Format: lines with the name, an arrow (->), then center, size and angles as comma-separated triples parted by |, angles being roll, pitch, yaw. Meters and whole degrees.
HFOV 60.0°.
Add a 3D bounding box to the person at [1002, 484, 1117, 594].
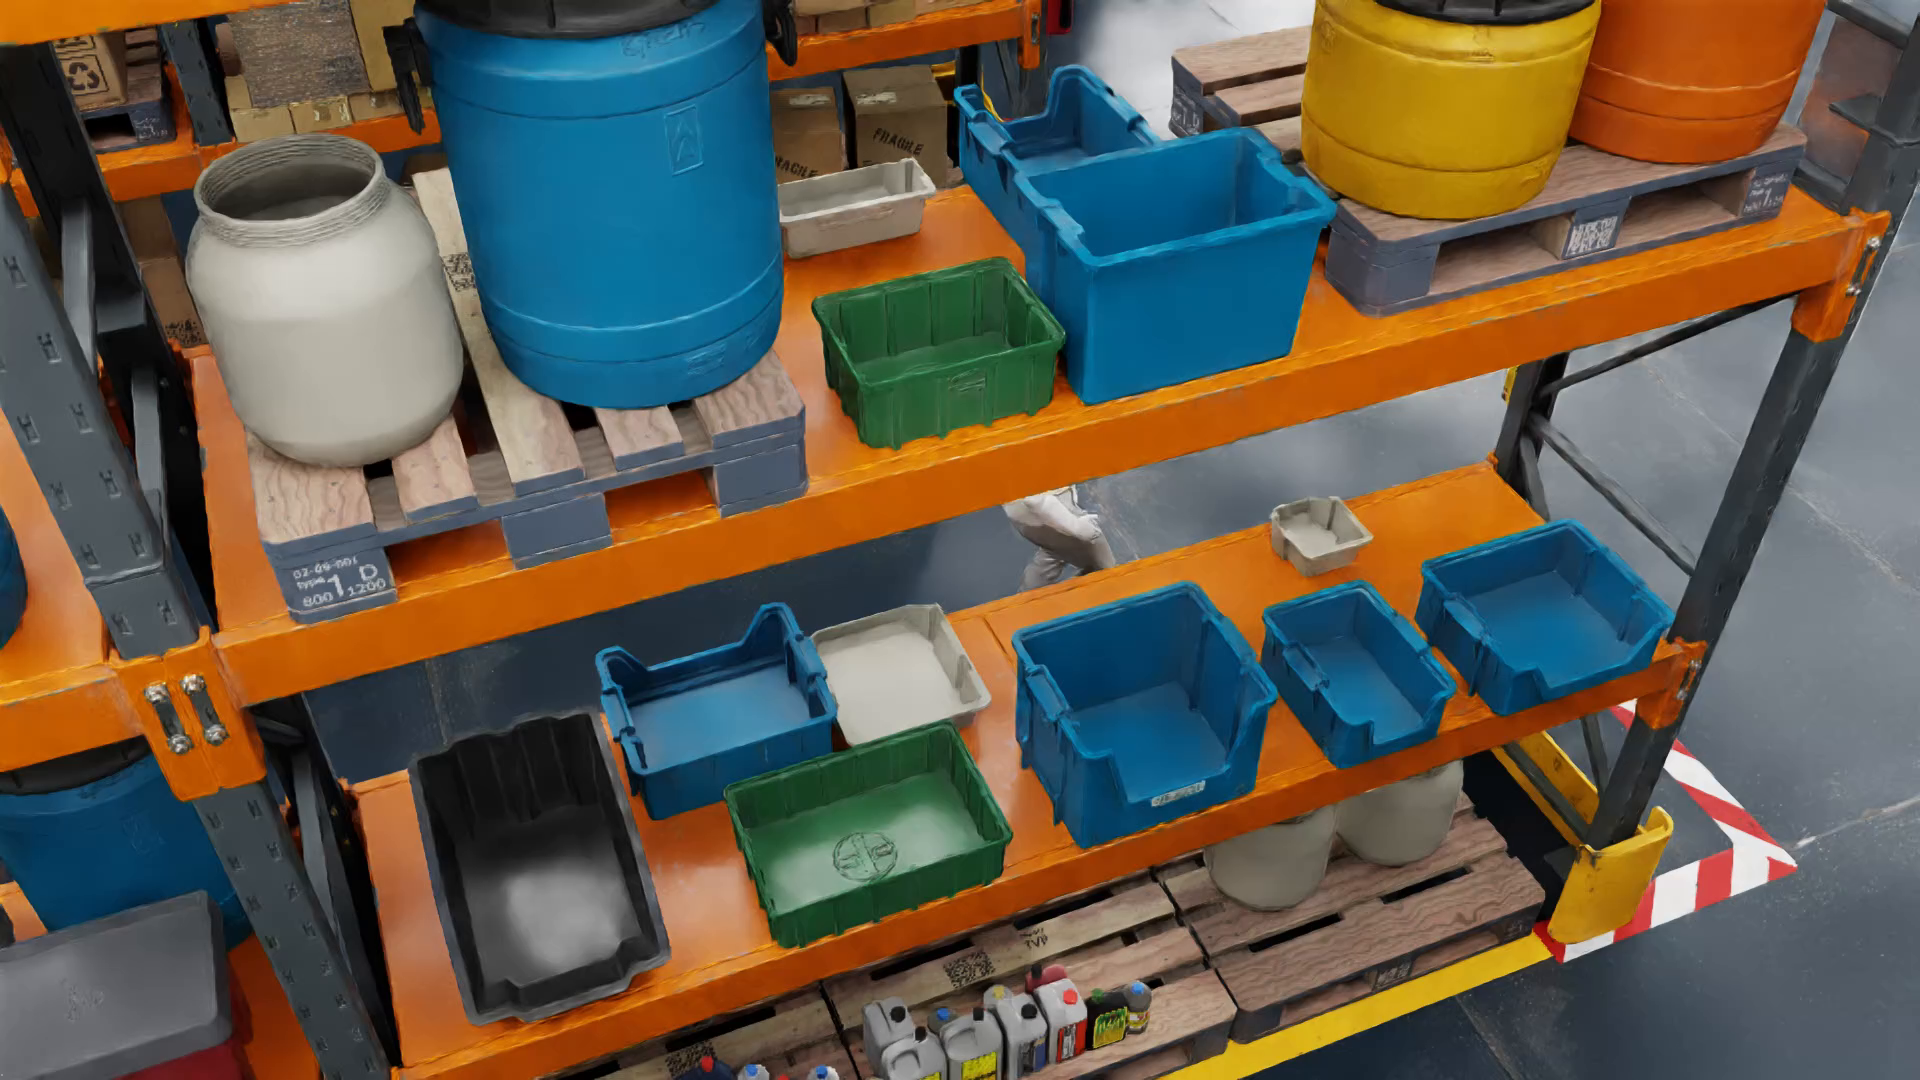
person -> 0.350, -0.179, 6.360 | 0.467, 1.668, 0.675 | -12, 43, -13
